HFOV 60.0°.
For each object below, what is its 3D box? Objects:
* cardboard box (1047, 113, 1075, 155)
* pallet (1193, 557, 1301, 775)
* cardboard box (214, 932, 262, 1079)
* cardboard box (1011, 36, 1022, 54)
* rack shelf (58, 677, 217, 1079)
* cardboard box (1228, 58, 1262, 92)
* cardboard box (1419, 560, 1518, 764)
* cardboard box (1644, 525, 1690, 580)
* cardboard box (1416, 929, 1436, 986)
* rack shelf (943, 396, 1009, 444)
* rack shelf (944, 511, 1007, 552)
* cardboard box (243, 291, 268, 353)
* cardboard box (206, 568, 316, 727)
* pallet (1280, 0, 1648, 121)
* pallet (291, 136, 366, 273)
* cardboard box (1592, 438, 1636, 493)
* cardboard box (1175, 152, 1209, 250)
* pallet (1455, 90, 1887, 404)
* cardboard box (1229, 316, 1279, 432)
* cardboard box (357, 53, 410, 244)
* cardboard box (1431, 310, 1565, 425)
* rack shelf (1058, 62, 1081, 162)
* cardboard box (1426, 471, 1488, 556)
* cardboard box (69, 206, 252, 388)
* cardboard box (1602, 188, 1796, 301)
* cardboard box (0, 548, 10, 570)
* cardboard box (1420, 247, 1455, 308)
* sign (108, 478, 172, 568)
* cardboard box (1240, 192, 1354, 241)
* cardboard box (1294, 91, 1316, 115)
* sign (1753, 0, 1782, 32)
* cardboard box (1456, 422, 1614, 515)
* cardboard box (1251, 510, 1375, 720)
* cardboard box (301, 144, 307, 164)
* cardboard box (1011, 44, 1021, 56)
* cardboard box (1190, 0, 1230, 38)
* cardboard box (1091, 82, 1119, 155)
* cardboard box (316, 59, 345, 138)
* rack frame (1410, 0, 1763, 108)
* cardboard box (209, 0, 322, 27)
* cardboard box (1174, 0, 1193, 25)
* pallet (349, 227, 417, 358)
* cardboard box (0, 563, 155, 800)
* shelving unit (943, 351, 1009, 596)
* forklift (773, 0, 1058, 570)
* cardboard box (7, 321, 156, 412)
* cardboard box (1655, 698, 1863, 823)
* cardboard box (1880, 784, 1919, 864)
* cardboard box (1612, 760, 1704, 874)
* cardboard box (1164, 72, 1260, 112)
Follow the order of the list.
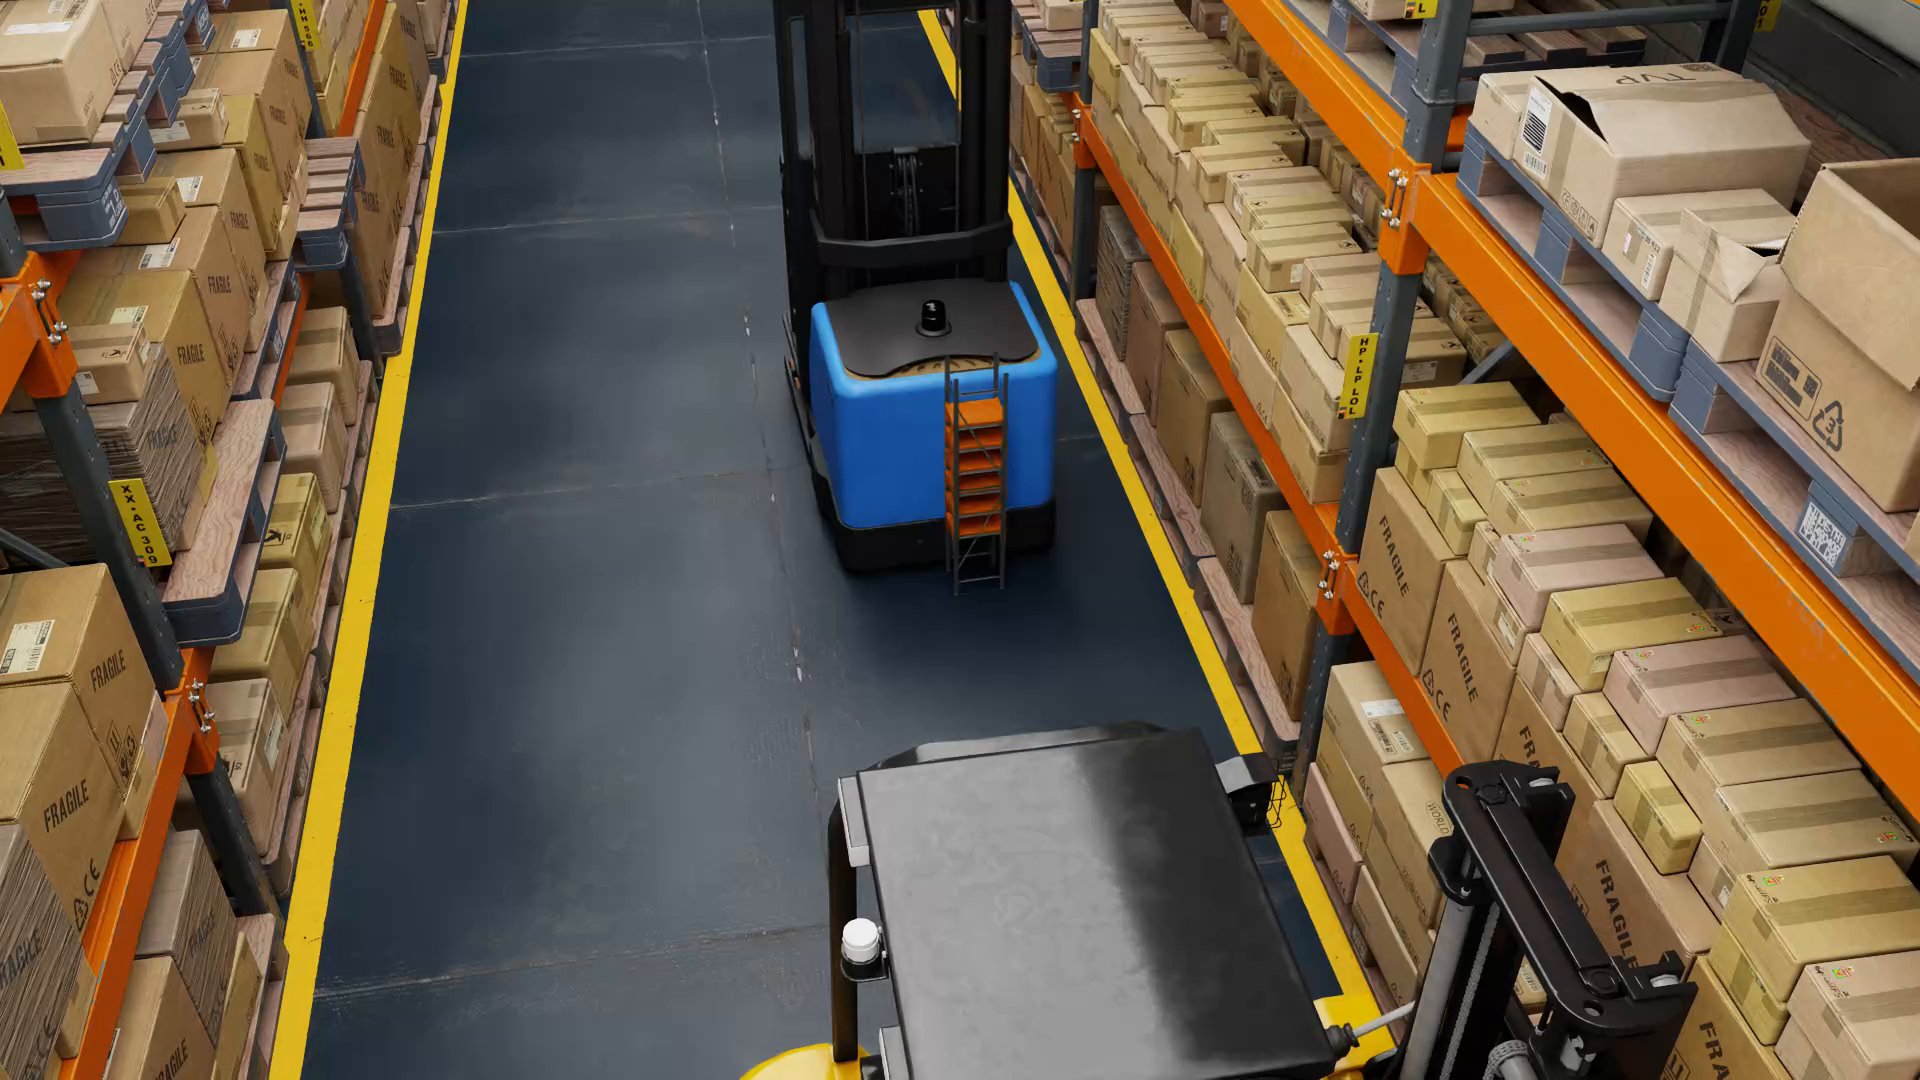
[{"bbox_3d":[0.741,-2.464,10.043,0.380,0.149,0.250,-8,39,-10],"label":"cardboard box"},{"bbox_3d":[1.689,0.480,7.360,1.003,0.211,1.213,-6,38,-8],"label":"pallet"},{"bbox_3d":[-2.662,1.604,5.539,0.500,0.250,0.500,-5,38,-6],"label":"cardboard box"},{"bbox_3d":[0.545,-3.420,11.274,0.380,0.149,0.250,-5,38,-6],"label":"cardboard box"},{"bbox_3d":[-2.679,1.848,3.913,1.077,0.370,4.000,-6,38,-8],"label":"rack shelf"},{"bbox_3d":[1.599,-2.184,8.232,0.500,0.250,0.500,-6,38,-8],"label":"cardboard box"},{"bbox_3d":[1.785,0.389,5.123,0.500,0.500,0.500,-6,38,-7],"label":"cardboard box"},{"bbox_3d":[2.282,-0.001,5.096,0.380,0.149,0.250,-5,38,-7],"label":"cardboard box"},{"bbox_3d":[1.804,1.476,5.296,0.500,0.250,0.500,-7,38,-8],"label":"cardboard box"},{"bbox_3d":[0.071,-0.530,7.340,0.258,0.103,0.180,-8,38,-10],"label":"rack shelf"},{"bbox_3d":[0.071,-0.056,7.708,0.258,0.103,0.180,-8,38,-10],"label":"rack shelf"},{"bbox_3d":[-3.017,-0.869,6.686,0.380,0.149,0.250,-5,38,-6],"label":"cardboard box"},{"bbox_3d":[-3.254,0.477,6.890,0.950,0.372,0.625,-4,38,-5],"label":"cardboard box"},{"bbox_3d":[1.689,-1.821,5.759,0.805,0.209,1.217,-8,39,-10],"label":"pallet"},{"bbox_3d":[-3.501,-1.565,7.876,1.213,0.211,1.003,-6,38,-8],"label":"pallet"},{"bbox_3d":[2.213,-0.277,5.209,0.380,0.149,0.250,-7,38,-9],"label":"cardboard box"},{"bbox_3d":[1.267,-1.514,7.368,0.500,0.250,0.500,-6,38,-7],"label":"cardboard box"},{"bbox_3d":[2.031,-0.818,4.384,1.003,0.211,1.213,-6,38,-8],"label":"pallet"},{"bbox_3d":[1.417,-0.700,6.729,0.500,0.250,0.500,-6,38,-8],"label":"cardboard box"},{"bbox_3d":[-3.923,-2.352,10.122,0.875,0.875,0.875,-6,38,-7],"label":"cardboard box"},{"bbox_3d":[2.020,-0.653,6.260,0.500,0.250,0.500,-7,38,-9],"label":"cardboard box"},{"bbox_3d":[0.804,-3.520,10.823,1.077,0.370,4.000,-6,38,-8],"label":"rack shelf"},{"bbox_3d":[1.700,-0.099,5.222,0.380,0.149,0.250,-5,38,-7],"label":"cardboard box"},{"bbox_3d":[-2.991,-0.884,6.176,0.500,0.500,0.500,-6,38,-8],"label":"cardboard box"},{"bbox_3d":[1.771,-0.703,3.946,0.380,0.149,0.250,-5,38,-7],"label":"cardboard box"},{"bbox_3d":[-3.337,-0.221,5.324,0.500,0.500,0.500,-7,38,-9],"label":"cardboard box"},{"bbox_3d":[1.967,-1.030,6.421,0.380,0.149,0.250,-6,38,-8],"label":"cardboard box"},{"bbox_3d":[-2.497,-0.049,5.062,0.100,0.325,0.005,-6,38,-8],"label":"sign"},{"bbox_3d":[1.363,-1.275,6.736,0.380,0.149,0.250,-7,38,-9],"label":"cardboard box"},{"bbox_3d":[1.759,-1.960,7.617,0.380,0.149,0.250,-7,38,-9],"label":"cardboard box"},{"bbox_3d":[2.402,-1.661,4.912,0.100,0.325,0.005,-6,38,-8],"label":"sign"},{"bbox_3d":[1.772,-0.223,5.139,0.380,0.149,0.250,-6,38,-7],"label":"cardboard box"},{"bbox_3d":[1.754,0.278,6.941,0.875,0.625,0.625,-5,38,-6],"label":"cardboard box"},{"bbox_3d":[-3.324,-1.800,7.884,0.380,0.149,0.250,-6,38,-7],"label":"cardboard box"},{"bbox_3d":[0.503,-3.252,11.586,0.500,0.500,0.500,-7,38,-9],"label":"cardboard box"},{"bbox_3d":[1.411,-2.717,8.592,0.380,0.149,0.250,-5,38,-6],"label":"cardboard box"},{"bbox_3d":[0.992,-2.243,8.714,0.500,0.250,0.500,-6,38,-8],"label":"cardboard box"},{"bbox_3d":[-3.569,-2.324,8.818,0.500,0.250,0.500,-7,38,-9],"label":"cardboard box"},{"bbox_3d":[1.856,-2.549,4.097,1.000,3.000,0.127,-6,38,-8],"label":"rack frame"},{"bbox_3d":[-3.577,-2.819,8.437,0.500,0.500,0.500,-7,38,-9],"label":"cardboard box"},{"bbox_3d":[1.219,-3.129,9.309,0.500,0.500,0.500,-5,38,-6],"label":"cardboard box"},{"bbox_3d":[-3.795,-1.443,9.836,1.003,0.211,1.213,-6,38,-8],"label":"pallet"},{"bbox_3d":[-2.707,0.440,4.814,0.500,0.500,0.500,-7,38,-9],"label":"cardboard box"},{"bbox_3d":[0.071,-0.281,7.534,0.258,1.200,0.189,-8,38,-10],"label":"shelving unit"},{"bbox_3d":[-0.355,-1.922,8.234,1.130,2.935,3.031,-8,38,-10],"label":"forklift"},{"bbox_3d":[-2.764,-0.545,5.212,0.380,0.149,0.250,-6,38,-8],"label":"cardboard box"},{"bbox_3d":[1.985,0.549,4.145,0.380,0.149,0.250,-6,38,-8],"label":"cardboard box"},{"bbox_3d":[2.466,0.659,4.003,0.380,0.149,0.250,-6,38,-8],"label":"cardboard box"},{"bbox_3d":[1.905,0.681,4.218,0.380,0.149,0.250,-7,38,-9],"label":"cardboard box"},{"bbox_3d":[1.171,-2.049,7.732,0.380,0.149,0.250,-6,38,-7],"label":"cardboard box"}]
